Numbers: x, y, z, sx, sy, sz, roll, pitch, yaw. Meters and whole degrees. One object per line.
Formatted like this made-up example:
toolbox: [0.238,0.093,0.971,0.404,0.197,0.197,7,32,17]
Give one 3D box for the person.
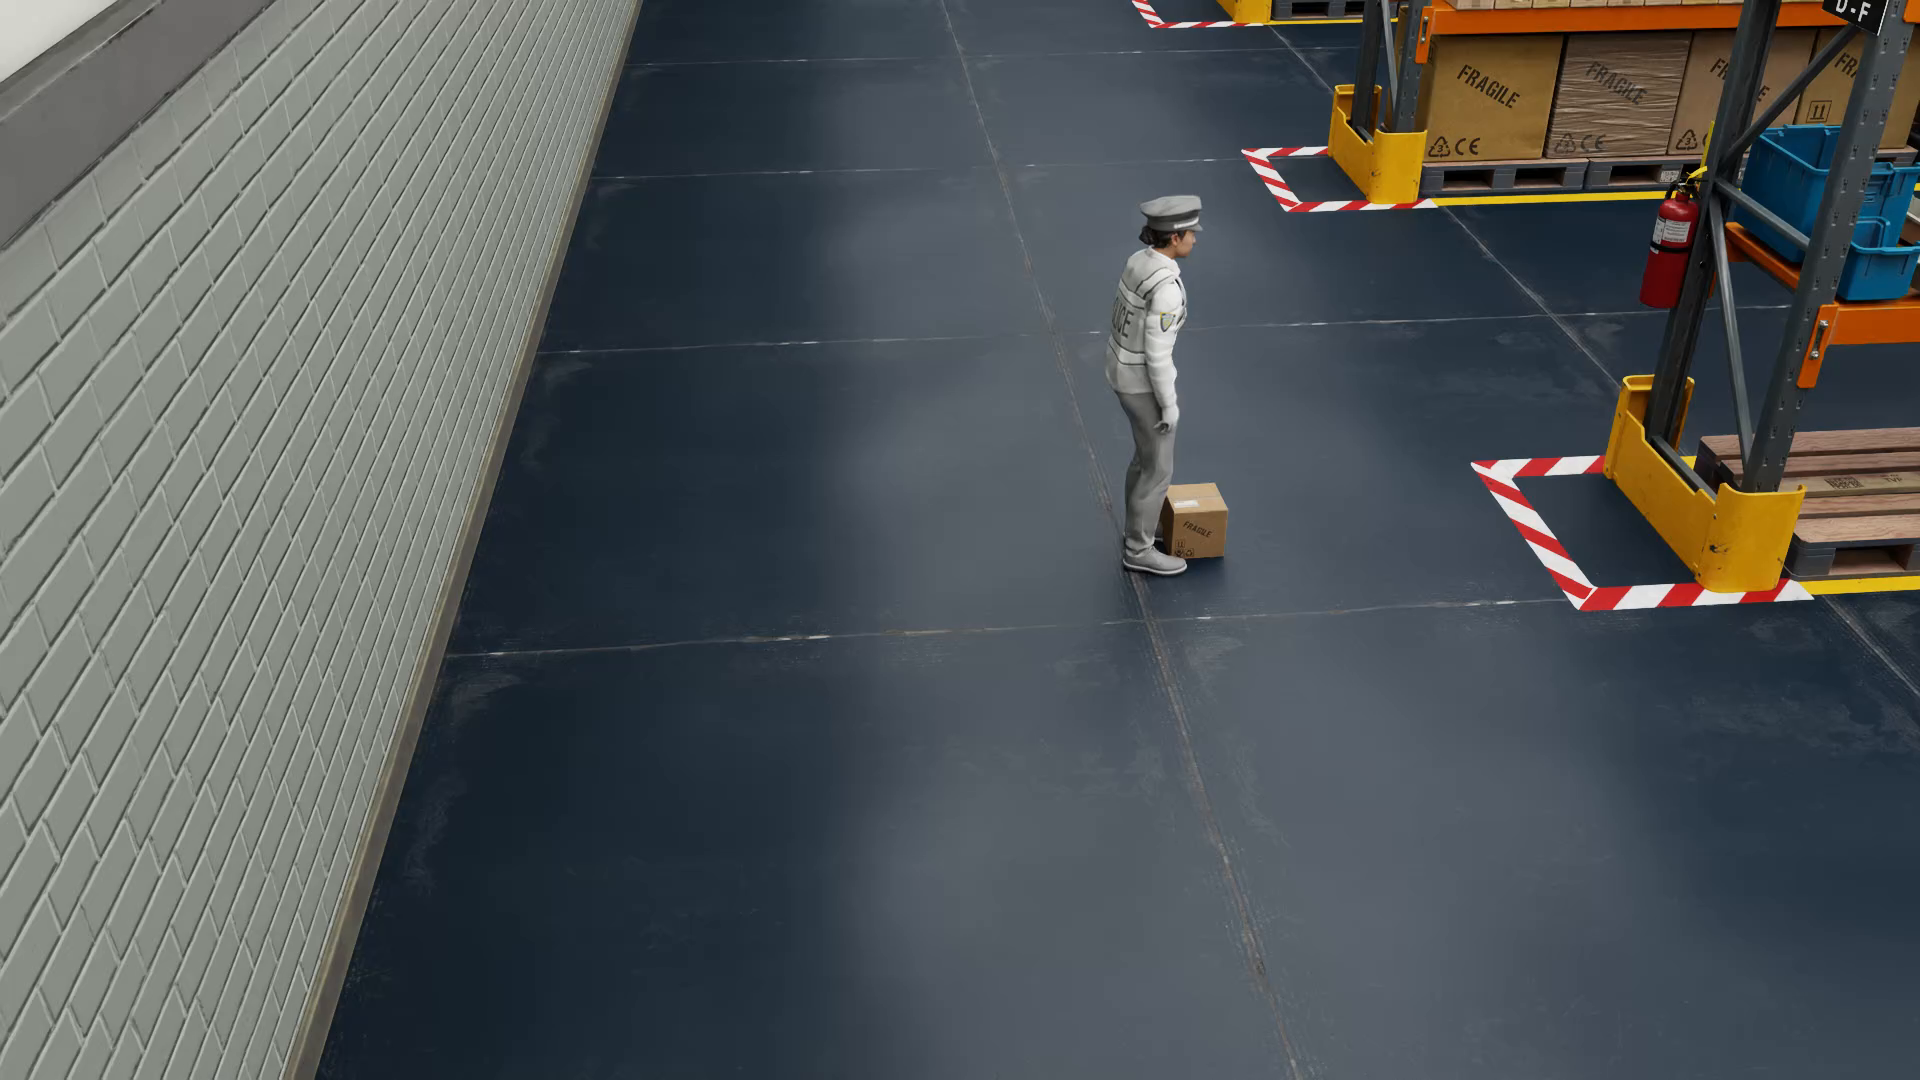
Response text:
person: [0.847,-0.678,7.247,0.415,1.662,0.539,-5,32,-7]
